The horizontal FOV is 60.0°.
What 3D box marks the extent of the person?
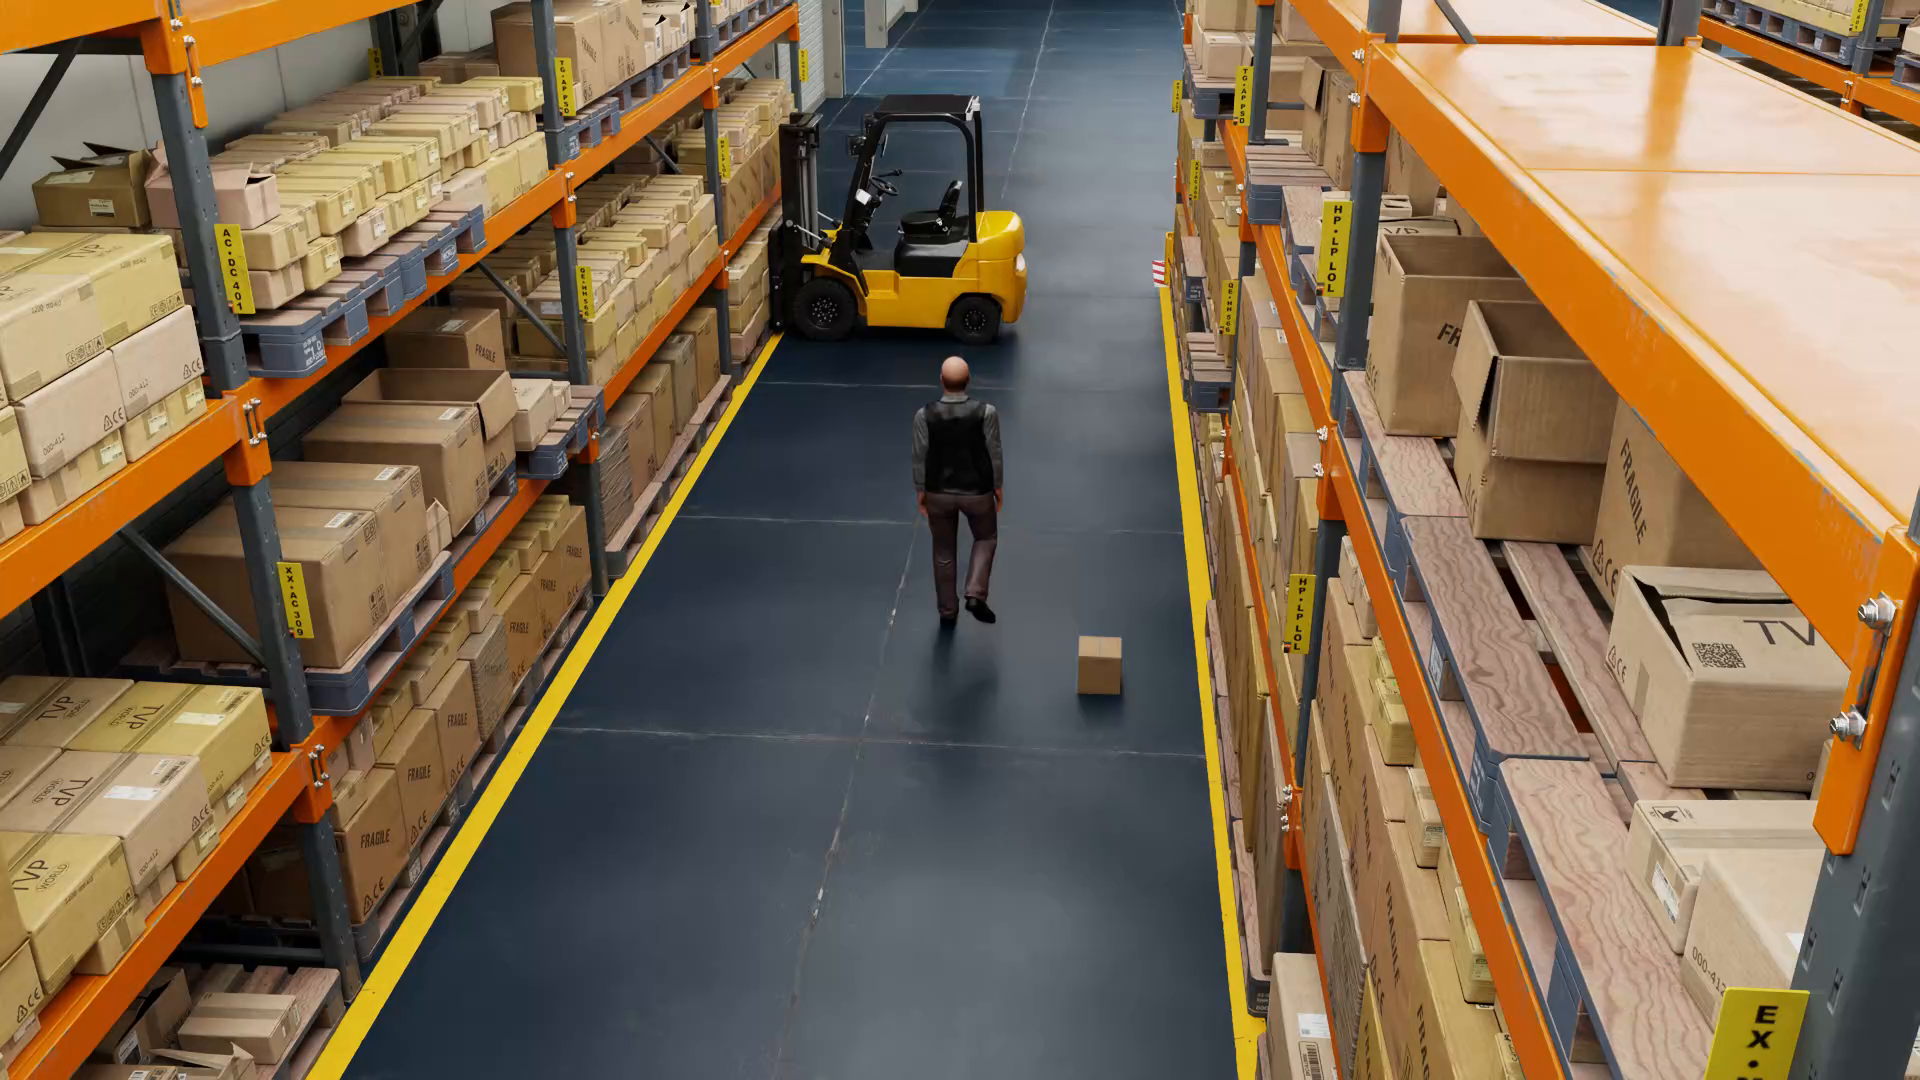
[{"bbox_3d":[-0.016,-0.269,10.164,0.562,1.720,0.488,0,24,0],"label":"person"}]
